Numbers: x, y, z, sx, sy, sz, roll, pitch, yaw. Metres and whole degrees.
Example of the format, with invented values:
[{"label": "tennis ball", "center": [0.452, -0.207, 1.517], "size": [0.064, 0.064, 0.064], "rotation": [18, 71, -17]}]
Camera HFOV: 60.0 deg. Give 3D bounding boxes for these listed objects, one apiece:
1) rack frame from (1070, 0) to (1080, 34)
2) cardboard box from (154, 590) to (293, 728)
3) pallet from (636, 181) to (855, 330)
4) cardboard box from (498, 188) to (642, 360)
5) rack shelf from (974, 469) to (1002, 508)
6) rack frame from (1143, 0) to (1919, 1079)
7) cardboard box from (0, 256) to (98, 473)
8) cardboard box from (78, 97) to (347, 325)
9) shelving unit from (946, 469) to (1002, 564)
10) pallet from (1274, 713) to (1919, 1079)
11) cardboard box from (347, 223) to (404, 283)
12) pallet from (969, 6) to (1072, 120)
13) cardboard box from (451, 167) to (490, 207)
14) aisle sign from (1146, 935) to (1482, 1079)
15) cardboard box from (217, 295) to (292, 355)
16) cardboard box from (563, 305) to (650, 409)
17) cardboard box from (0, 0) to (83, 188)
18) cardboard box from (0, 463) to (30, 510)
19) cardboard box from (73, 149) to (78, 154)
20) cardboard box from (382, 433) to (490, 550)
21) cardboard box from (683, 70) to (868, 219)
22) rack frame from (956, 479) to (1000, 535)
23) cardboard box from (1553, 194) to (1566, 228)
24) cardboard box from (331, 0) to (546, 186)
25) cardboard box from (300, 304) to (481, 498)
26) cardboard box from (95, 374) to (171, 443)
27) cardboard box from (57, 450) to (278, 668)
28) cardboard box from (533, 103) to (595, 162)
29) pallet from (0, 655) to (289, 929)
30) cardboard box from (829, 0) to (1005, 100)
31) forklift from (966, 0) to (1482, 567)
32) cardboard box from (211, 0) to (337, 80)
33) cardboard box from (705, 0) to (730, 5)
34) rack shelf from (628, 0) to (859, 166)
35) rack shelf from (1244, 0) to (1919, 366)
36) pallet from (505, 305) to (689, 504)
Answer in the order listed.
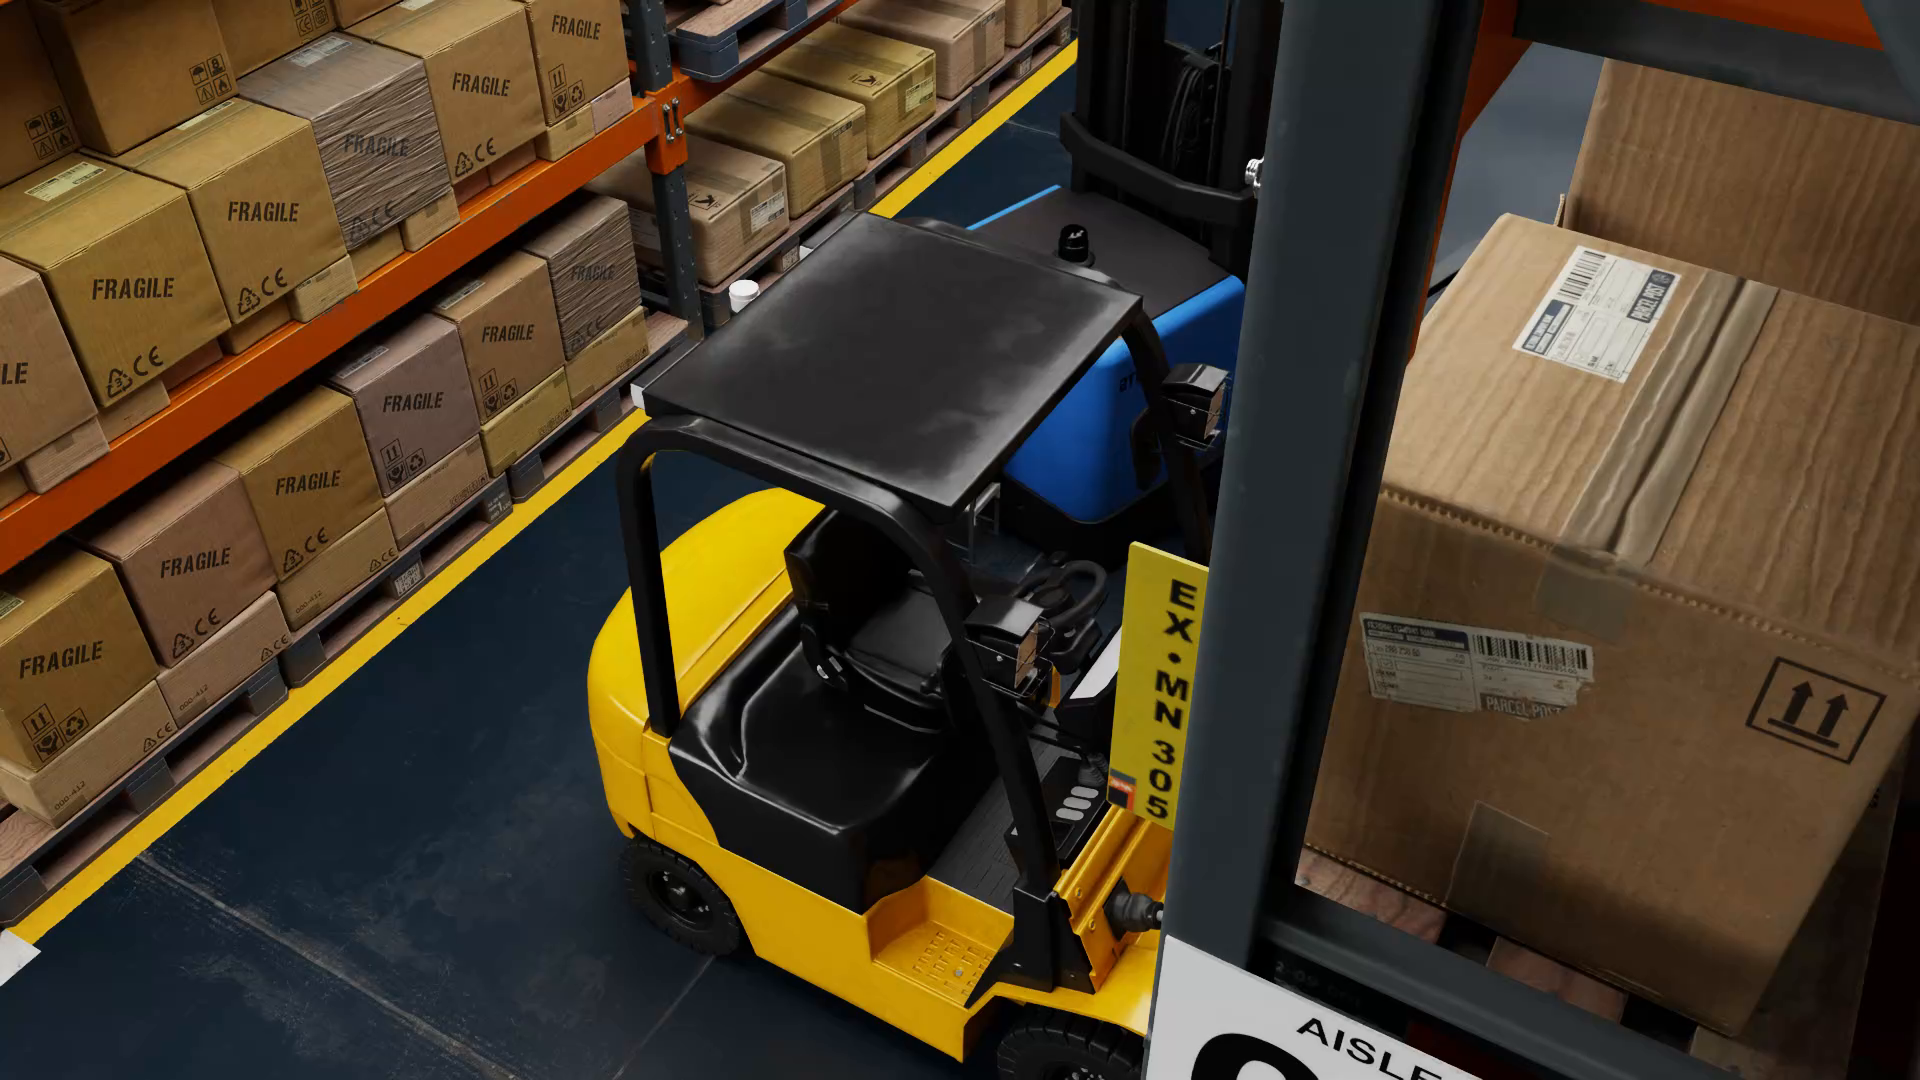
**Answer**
[{"label": "rack frame", "center": [0.349, -4.462, 9.547], "size": [1.000, 3.000, 0.127], "rotation": [21, 45, 22]}, {"label": "cardboard box", "center": [-2.749, 0.331, 5.868], "size": [0.500, 0.250, 0.500], "rotation": [23, 46, 24]}, {"label": "pallet", "center": [-1.264, -1.572, 8.376], "size": [1.003, 0.211, 1.213], "rotation": [21, 45, 22]}, {"label": "cardboard box", "center": [-1.716, -1.153, 6.985], "size": [0.500, 0.500, 0.500], "rotation": [20, 45, 22]}, {"label": "rack shelf", "center": [0.003, -0.249, 6.539], "size": [0.258, 0.077, 0.200], "rotation": [21, 46, 22]}, {"label": "rack frame", "center": [0.645, -0.496, 0.504], "size": [1.000, 3.000, 0.127], "rotation": [21, 45, 22]}, {"label": "cardboard box", "center": [-2.921, -0.510, 4.759], "size": [0.500, 0.500, 0.500], "rotation": [22, 46, 23]}, {"label": "cardboard box", "center": [-2.419, -1.096, 5.424], "size": [0.500, 0.500, 0.500], "rotation": [20, 45, 21]}, {"label": "shelving unit", "center": [0.003, -0.342, 6.457], "size": [0.258, 0.900, 0.210], "rotation": [21, 46, 22]}, {"label": "pallet", "center": [1.021, 0.267, 1.975], "size": [1.003, 0.211, 1.213], "rotation": [21, 45, 22]}, {"label": "cardboard box", "center": [-2.209, -1.075, 5.891], "size": [0.380, 0.149, 0.250], "rotation": [20, 45, 21]}, {"label": "pallet", "center": [-0.043, -2.968, 9.961], "size": [1.003, 0.211, 1.213], "rotation": [21, 45, 22]}, {"label": "cardboard box", "center": [-2.003, -1.388, 6.246], "size": [0.380, 0.149, 0.250], "rotation": [20, 45, 21]}, {"label": "aisle sign", "center": [0.358, 0.720, 1.695], "size": [0.394, 0.787, 0.004], "rotation": [21, 45, 22]}, {"label": "cardboard box", "center": [-2.483, -0.791, 5.569], "size": [0.380, 0.149, 0.250], "rotation": [20, 45, 21]}, {"label": "cardboard box", "center": [-1.716, -0.871, 7.233], "size": [0.500, 0.250, 0.500], "rotation": [23, 46, 24]}, {"label": "cardboard box", "center": [-3.162, -1.386, 4.997], "size": [0.700, 0.500, 0.500], "rotation": [20, 45, 22]}, {"label": "cardboard box", "center": [-2.988, -0.190, 4.886], "size": [0.380, 0.149, 0.250], "rotation": [19, 45, 21]}, {"label": "cardboard box", "center": [-3.113, -1.005, 5.321], "size": [0.500, 0.500, 0.500], "rotation": [21, 45, 22]}, {"label": "cardboard box", "center": [-2.232, -0.274, 6.554], "size": [0.500, 0.250, 0.500], "rotation": [22, 46, 23]}, {"label": "cardboard box", "center": [-1.036, -2.058, 8.488], "size": [0.950, 0.372, 0.625], "rotation": [24, 47, 25]}, {"label": "rack frame", "center": [0.055, -0.400, 6.523], "size": [0.240, 0.900, 0.006], "rotation": [21, 46, 22]}, {"label": "cardboard box", "center": [0.924, -0.235, 2.186], "size": [0.396, 0.266, 0.258], "rotation": [21, 46, 22]}, {"label": "cardboard box", "center": [-1.911, -1.689, 6.097], "size": [0.500, 0.500, 0.500], "rotation": [22, 46, 23]}, {"label": "cardboard box", "center": [-2.224, -0.569, 6.322], "size": [0.500, 0.500, 0.500], "rotation": [23, 46, 24]}, {"label": "cardboard box", "center": [-2.721, -0.479, 5.214], "size": [0.380, 0.149, 0.250], "rotation": [22, 46, 23]}, {"label": "cardboard box", "center": [-2.742, 0.024, 5.648], "size": [0.500, 0.500, 0.500], "rotation": [19, 45, 21]}, {"label": "cardboard box", "center": [-1.669, -1.649, 6.543], "size": [0.380, 0.149, 0.250], "rotation": [22, 46, 23]}, {"label": "pallet", "center": [-3.179, 0.666, 5.834], "size": [1.003, 0.211, 1.213], "rotation": [21, 45, 22]}, {"label": "cardboard box", "center": [-0.305, -2.888, 9.431], "size": [0.950, 0.372, 0.625], "rotation": [20, 45, 21]}, {"label": "forklift", "center": [1.242, -1.835, 6.616], "size": [3.031, 2.935, 1.130], "rotation": [-32, 50, -31]}, {"label": "cardboard box", "center": [-2.610, -1.954, 5.642], "size": [0.700, 0.500, 0.500], "rotation": [20, 45, 21]}, {"label": "cardboard box", "center": [-1.103, -2.448, 7.132], "size": [0.380, 0.149, 0.250], "rotation": [22, 46, 23]}, {"label": "rack shelf", "center": [-0.652, -3.047, 8.485], "size": [1.077, 0.370, 4.000], "rotation": [21, 45, 22]}, {"label": "rack shelf", "center": [1.646, -1.220, 2.174], "size": [1.077, 0.370, 4.000], "rotation": [21, 45, 22]}, {"label": "pallet", "center": [-1.958, -0.730, 7.420], "size": [1.003, 0.211, 1.213], "rotation": [21, 45, 22]}]
